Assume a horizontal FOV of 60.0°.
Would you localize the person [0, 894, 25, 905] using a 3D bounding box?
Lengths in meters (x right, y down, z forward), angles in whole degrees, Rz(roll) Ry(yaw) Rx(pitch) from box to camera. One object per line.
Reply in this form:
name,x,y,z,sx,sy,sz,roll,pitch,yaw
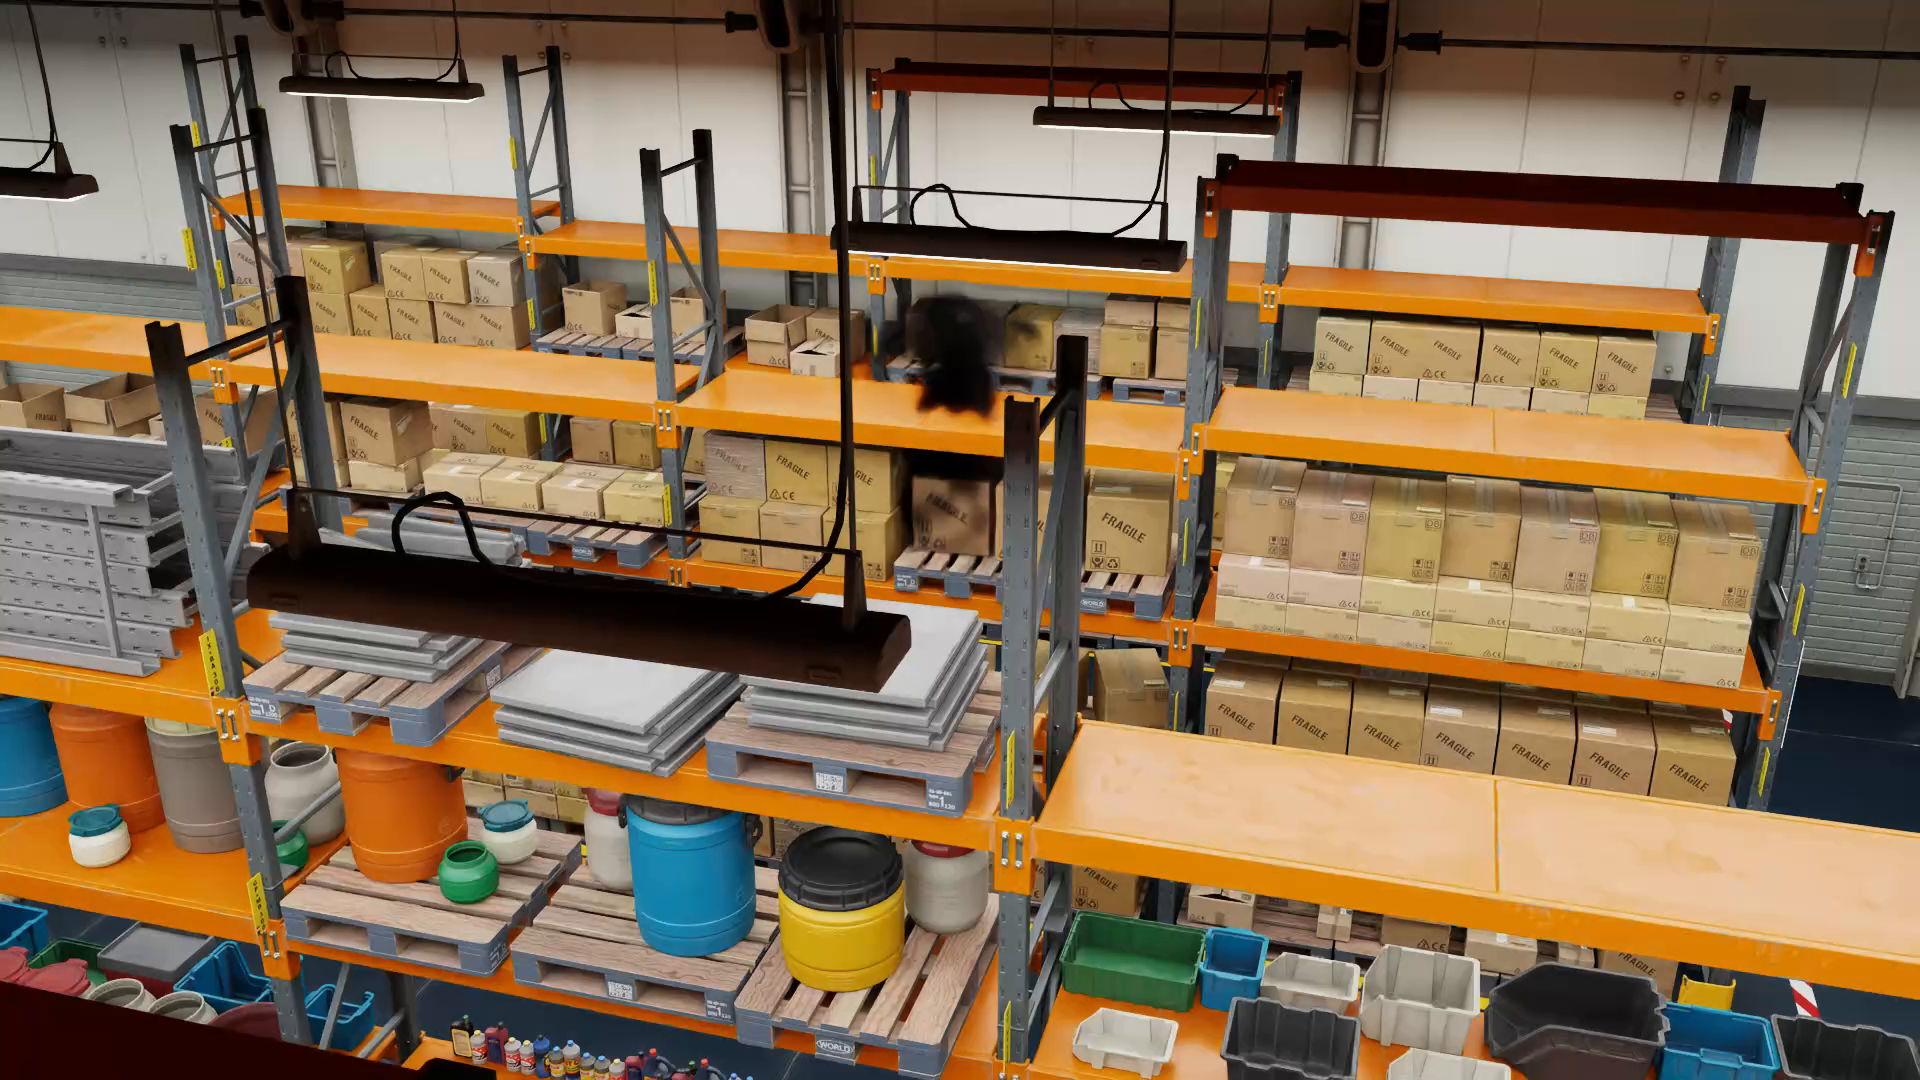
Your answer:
person,-7.109,2.572,12.320,0.806,1.735,0.671,16,27,33
